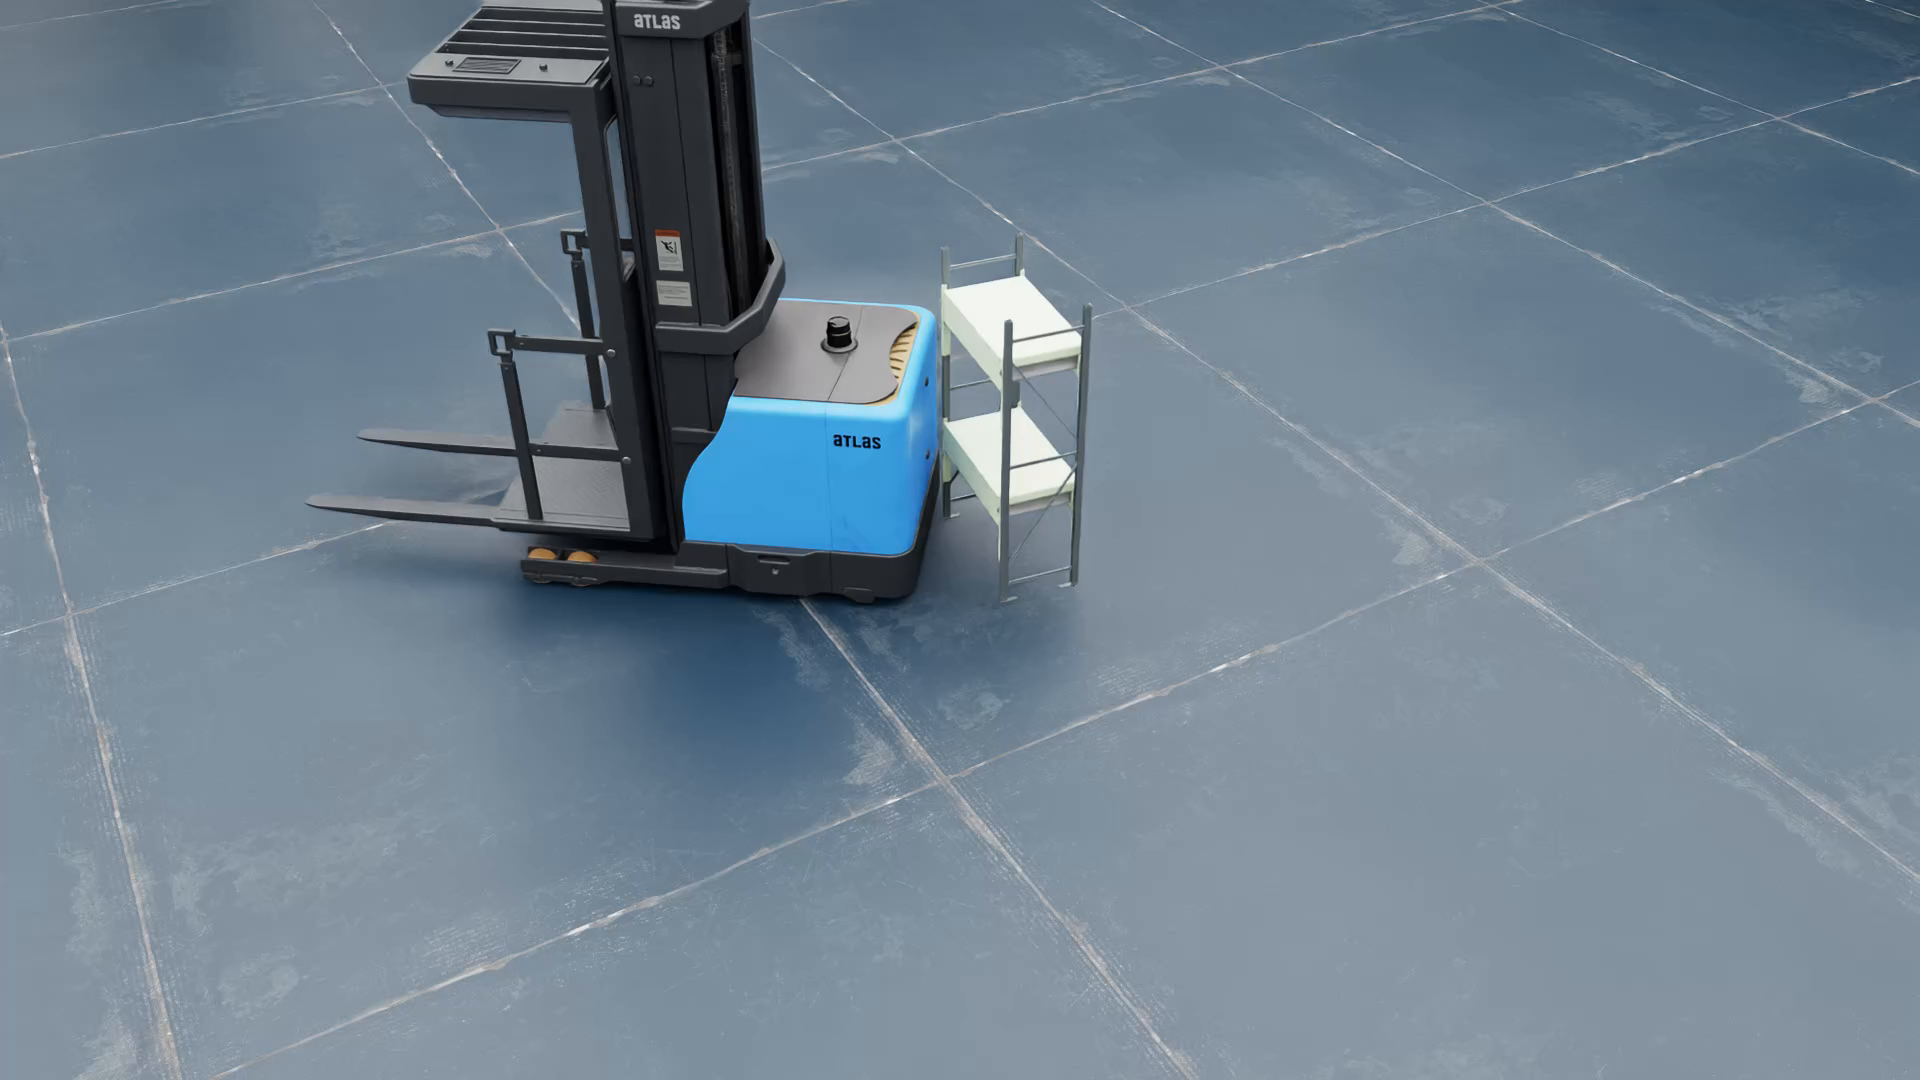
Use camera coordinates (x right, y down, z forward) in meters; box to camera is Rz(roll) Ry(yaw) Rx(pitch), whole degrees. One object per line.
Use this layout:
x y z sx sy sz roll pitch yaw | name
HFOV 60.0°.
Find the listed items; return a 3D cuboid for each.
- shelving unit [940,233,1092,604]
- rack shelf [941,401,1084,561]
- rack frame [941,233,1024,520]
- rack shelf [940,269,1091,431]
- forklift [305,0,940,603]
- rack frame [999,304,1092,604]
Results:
0.238 -0.553 7.736 0.431 1.500 0.755 -13 38 -17 | shelving unit
0.238 -0.290 7.928 0.431 0.370 0.720 -13 38 -17 | rack shelf
0.102 -0.754 8.011 0.400 1.500 0.023 -13 38 -17 | rack frame
0.238 -0.869 7.506 0.431 0.370 0.720 -13 38 -17 | rack shelf
-1.659 -1.266 7.498 3.031 2.935 1.130 4 36 6 | forklift
0.374 -0.353 7.462 0.400 1.500 0.023 -13 38 -17 | rack frame
